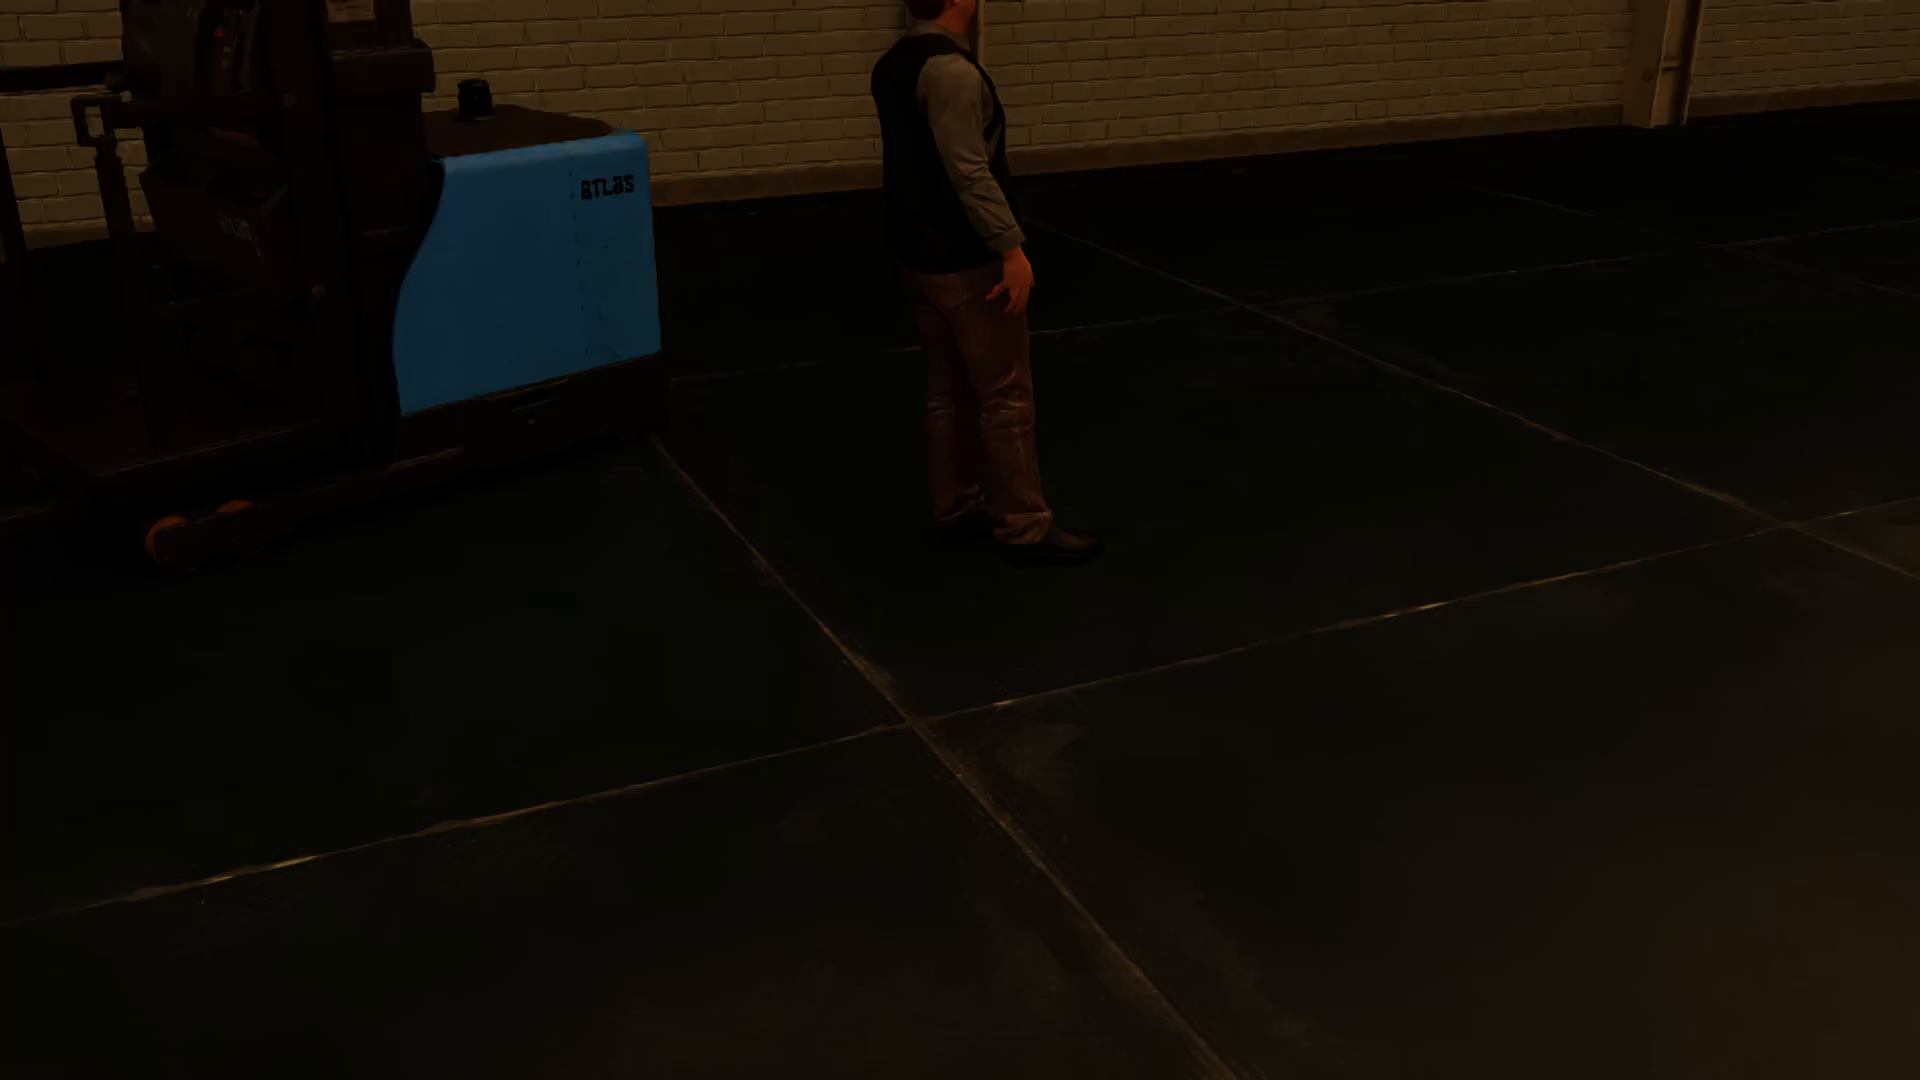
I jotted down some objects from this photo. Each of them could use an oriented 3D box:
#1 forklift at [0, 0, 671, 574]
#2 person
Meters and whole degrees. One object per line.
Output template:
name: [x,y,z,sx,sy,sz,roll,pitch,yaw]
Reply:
forklift: [-2.445,-1.477,4.841,1.130,2.935,3.031,21,30,41]
person: [0.060,-0.809,4.791,0.567,1.720,0.632,-10,25,-23]
